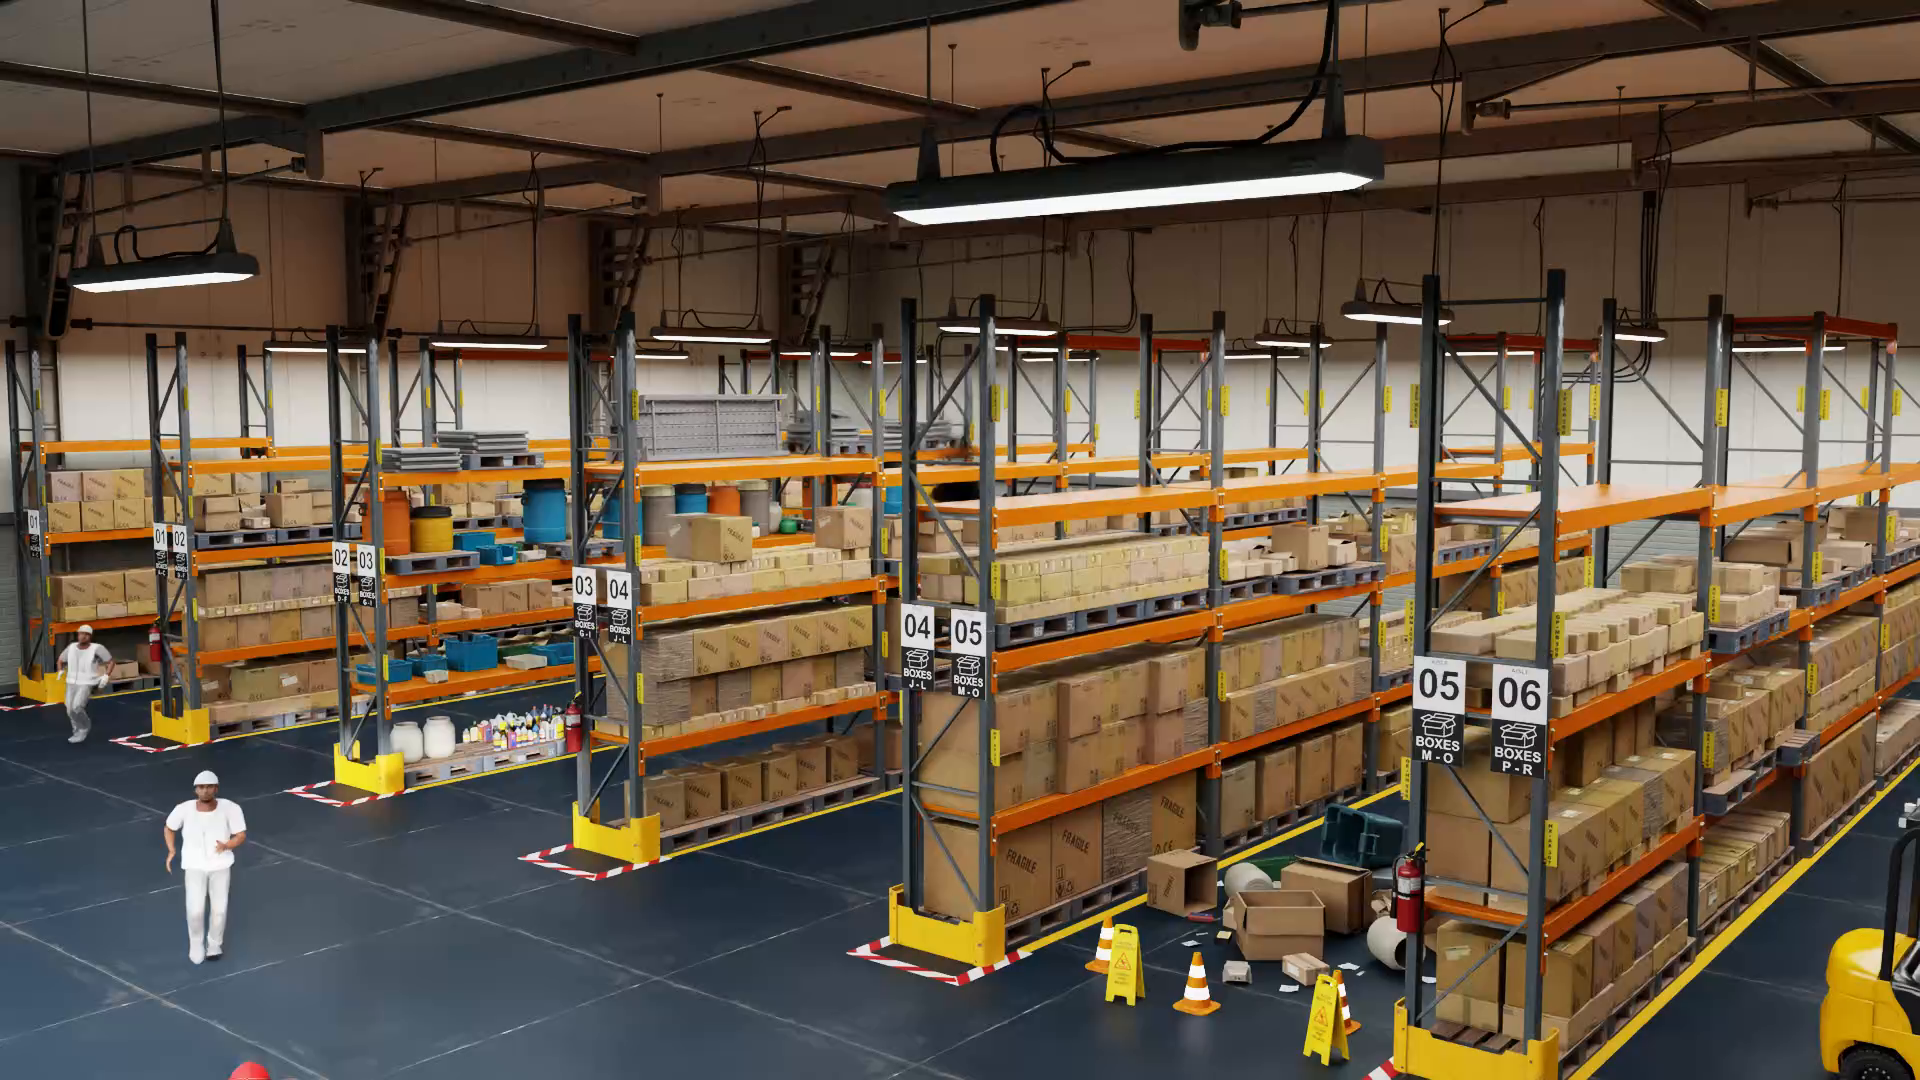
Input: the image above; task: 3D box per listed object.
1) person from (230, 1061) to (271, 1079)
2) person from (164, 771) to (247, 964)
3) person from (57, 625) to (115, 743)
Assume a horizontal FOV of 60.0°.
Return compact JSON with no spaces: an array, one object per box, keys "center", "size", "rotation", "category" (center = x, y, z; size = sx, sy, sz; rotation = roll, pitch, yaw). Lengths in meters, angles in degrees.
[{"center":[-3.547,3.500,8.375],"size":[0.656,1.786,0.987],"rotation":[-2,5,-20],"category":"person"},{"center":[-6.764,2.942,14.932],"size":[0.676,1.742,0.673],"rotation":[-2,6,-25],"category":"person"},{"center":[-12.825,2.111,24.285],"size":[0.760,1.727,0.558],"rotation":[0,5,1],"category":"person"}]
